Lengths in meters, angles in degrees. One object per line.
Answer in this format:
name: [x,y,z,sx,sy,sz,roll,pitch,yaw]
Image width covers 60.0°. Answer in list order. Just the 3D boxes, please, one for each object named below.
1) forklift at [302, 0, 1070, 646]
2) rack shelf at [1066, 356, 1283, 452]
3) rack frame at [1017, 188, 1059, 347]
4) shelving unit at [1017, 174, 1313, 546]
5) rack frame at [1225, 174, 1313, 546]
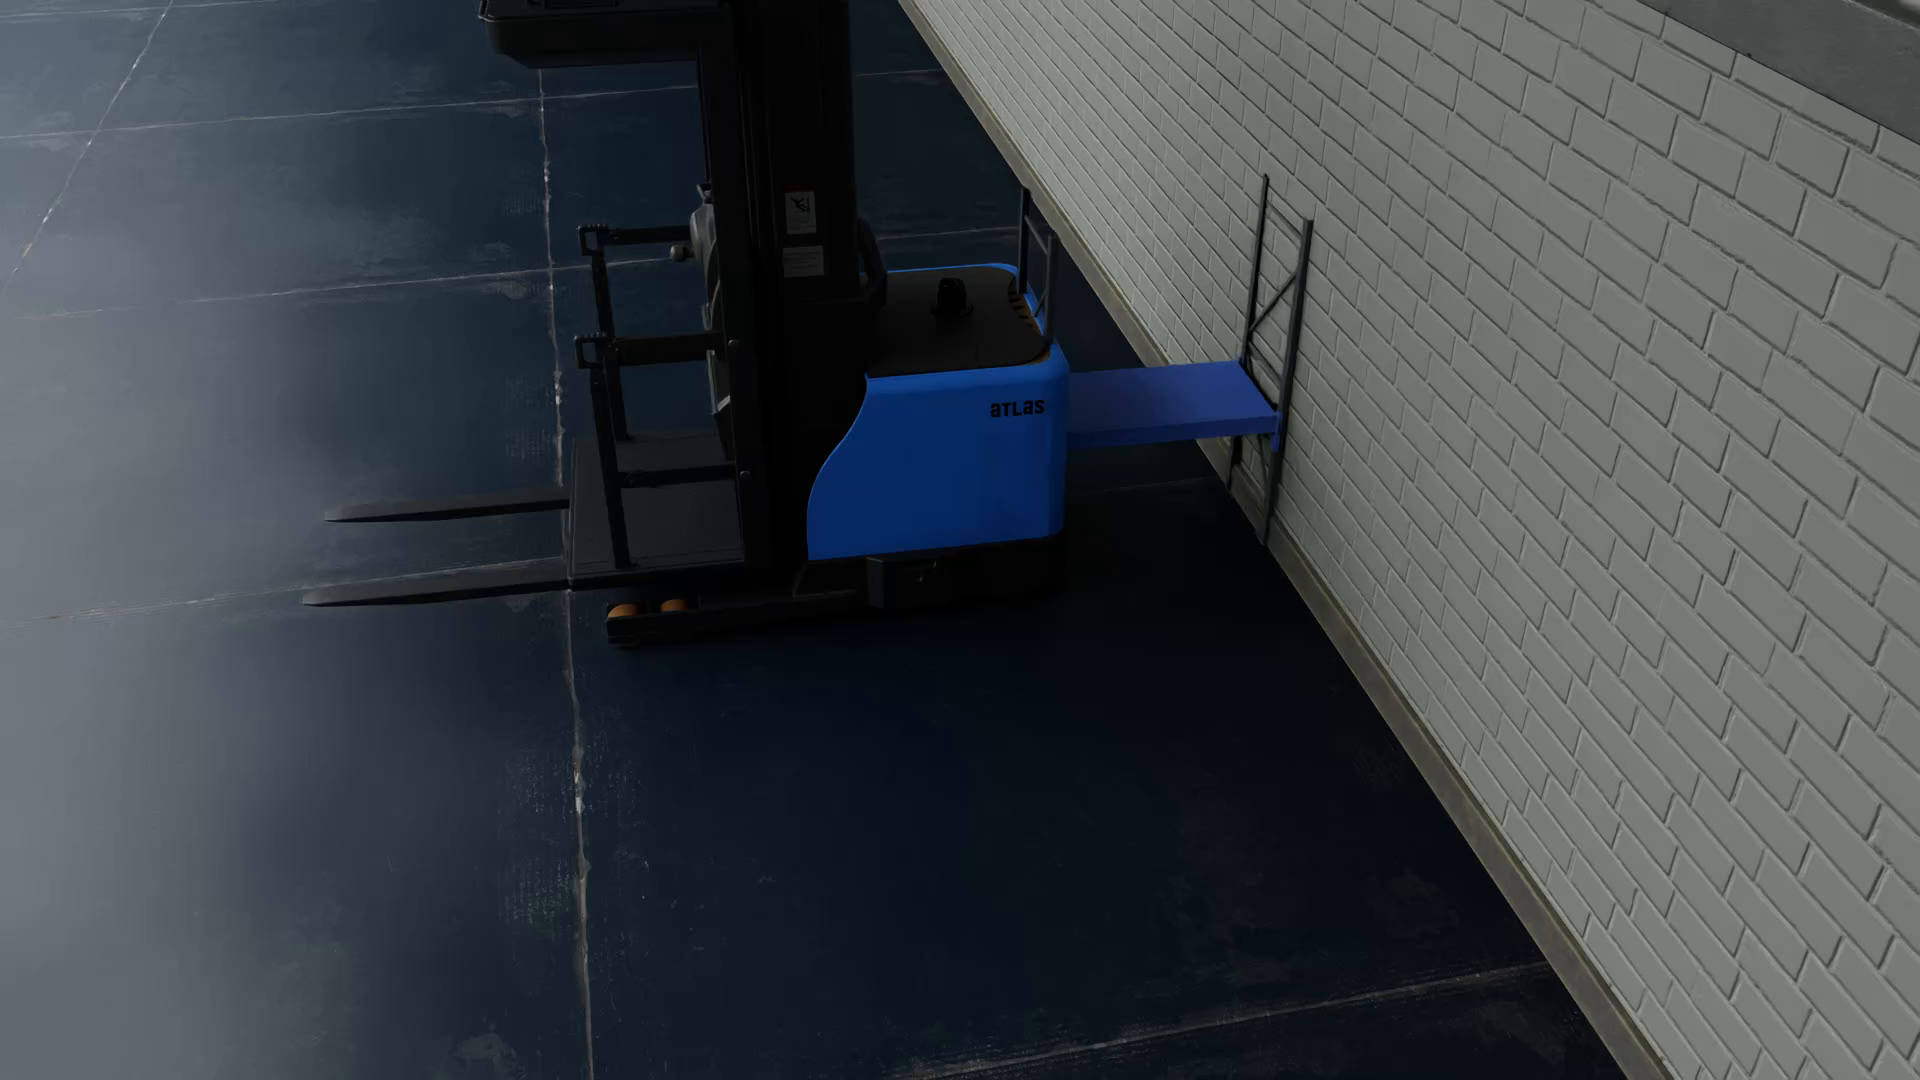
forklift: [-1.132,-1.113,6.278,3.031,2.935,1.130,-6,34,-8]
rack shelf: [0.788,-0.538,7.012,1.000,0.185,0.538,-6,34,-10]
rack frame: [0.293,-0.639,6.825,0.032,1.500,0.500,-6,34,-10]
shelving unit: [0.791,-0.688,6.913,1.048,1.500,0.538,-6,34,-10]
rack frame: [1.290,-0.736,7.001,0.032,1.500,0.500,-6,34,-10]
